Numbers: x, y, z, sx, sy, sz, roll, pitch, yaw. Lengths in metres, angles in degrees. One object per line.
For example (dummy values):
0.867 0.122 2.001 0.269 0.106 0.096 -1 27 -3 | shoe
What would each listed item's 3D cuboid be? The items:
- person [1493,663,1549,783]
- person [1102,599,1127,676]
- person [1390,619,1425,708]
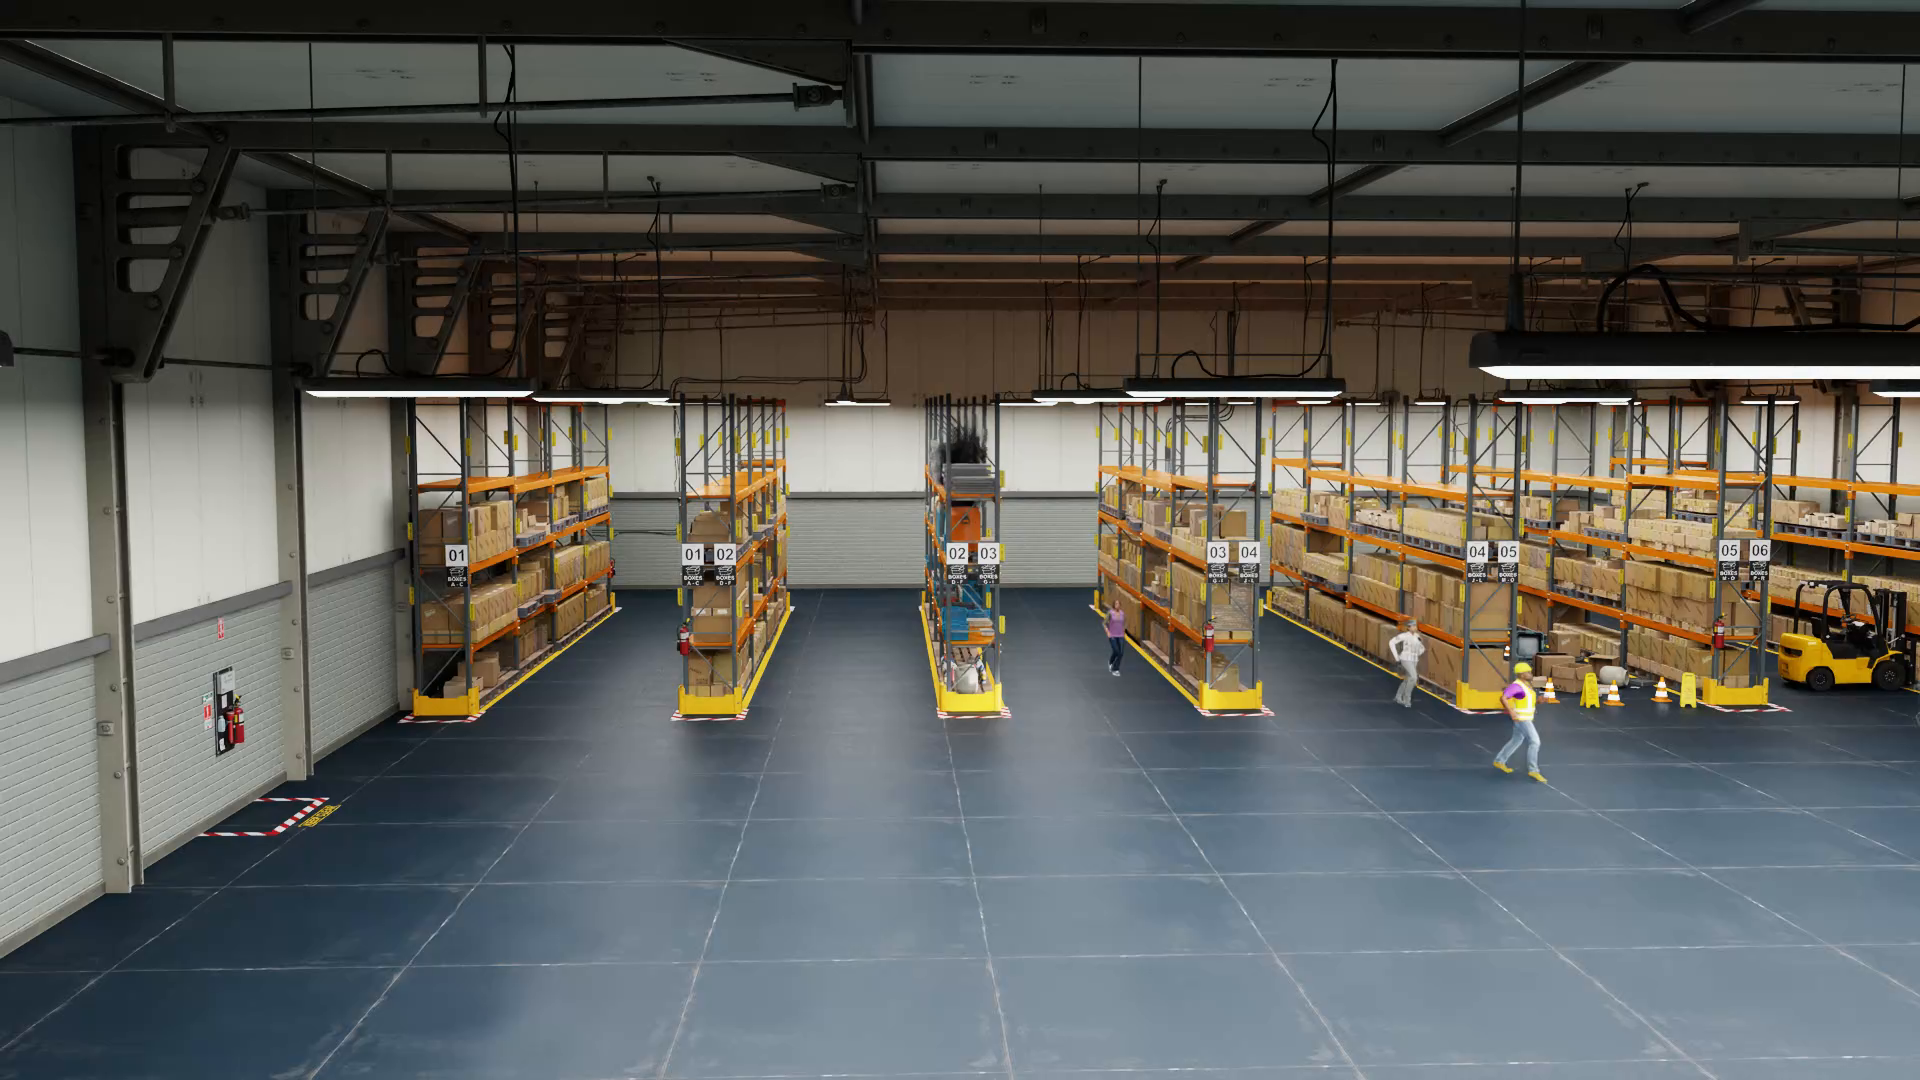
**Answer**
8.677 2.801 25.697 0.820 1.821 0.677 2 5 24 | person
3.183 1.984 33.822 0.507 1.563 0.467 -1 5 -15 | person
8.664 2.367 32.037 0.612 1.713 0.619 -3 5 -34 | person
